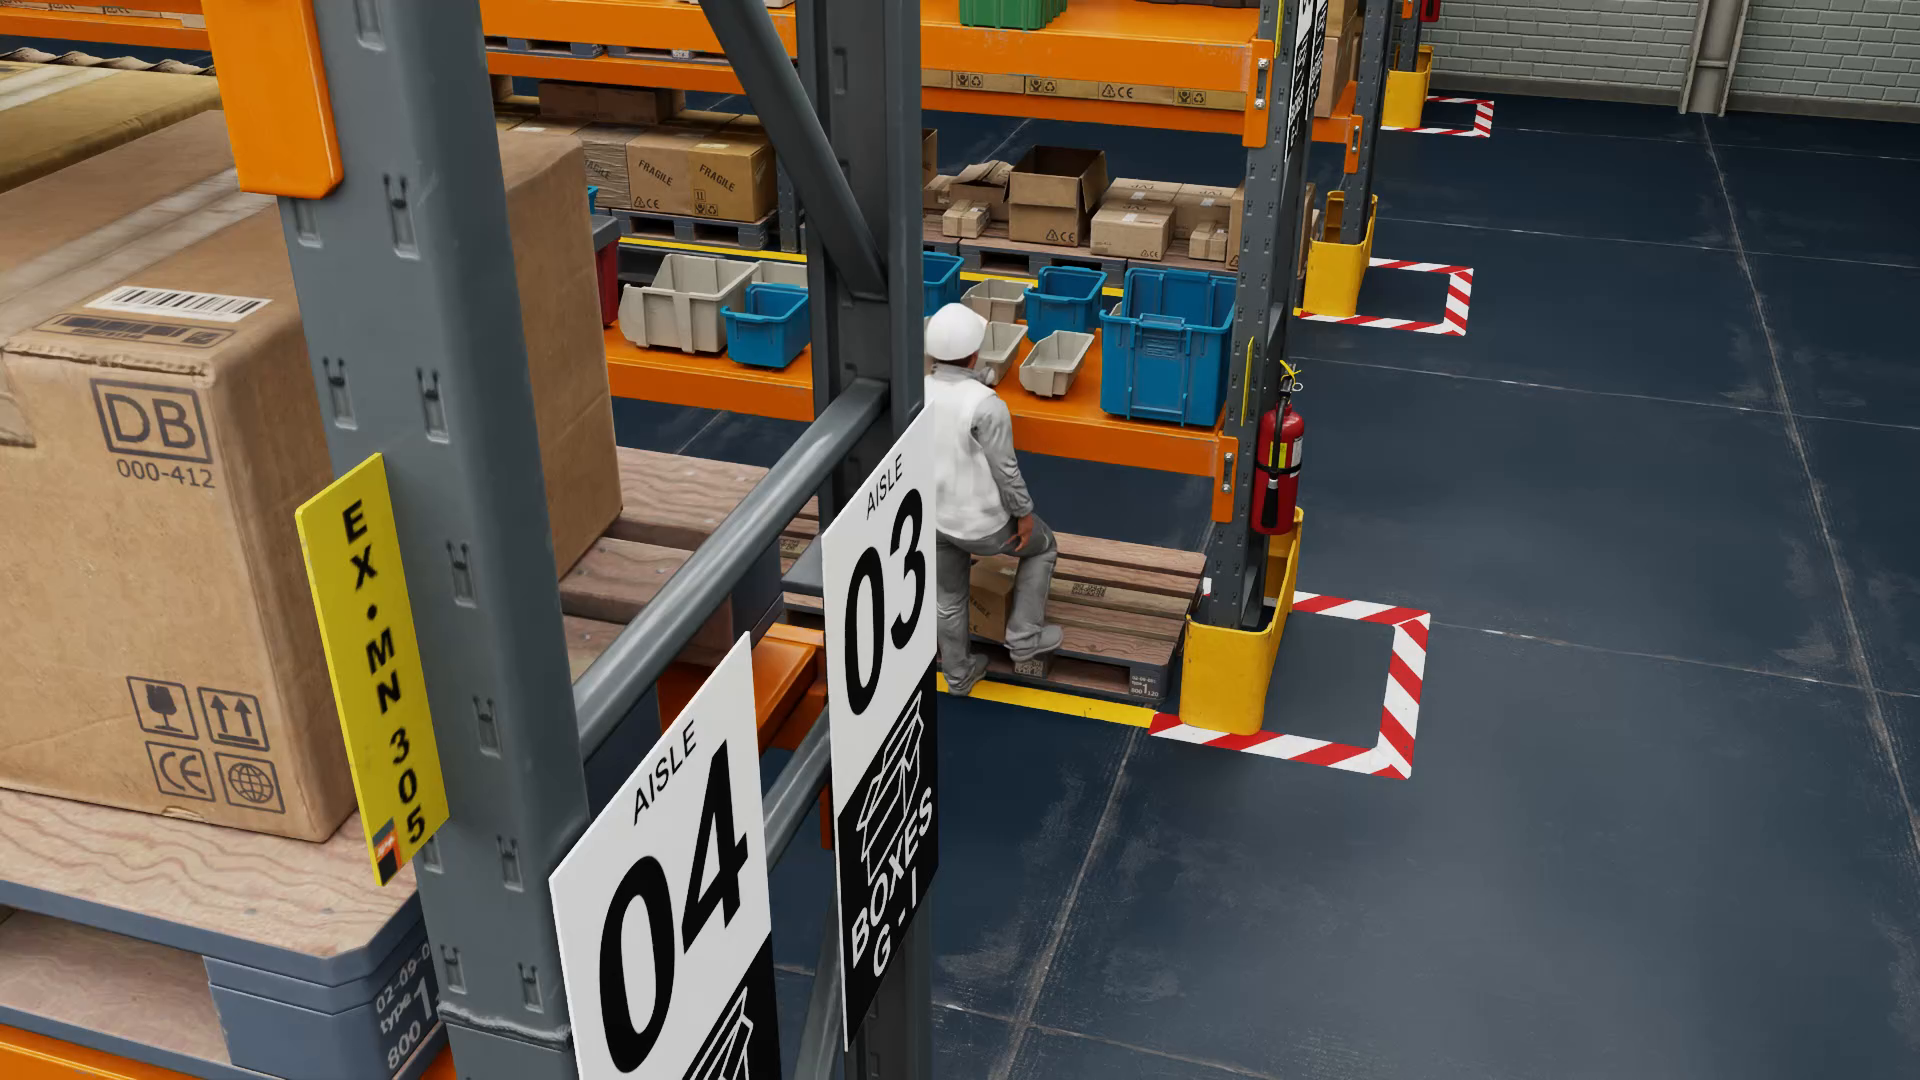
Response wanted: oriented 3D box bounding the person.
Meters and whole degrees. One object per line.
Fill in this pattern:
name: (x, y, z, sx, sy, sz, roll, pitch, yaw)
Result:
person: (0.079, -0.154, 6.855, 0.624, 1.777, 0.613, 18, 34, 30)
